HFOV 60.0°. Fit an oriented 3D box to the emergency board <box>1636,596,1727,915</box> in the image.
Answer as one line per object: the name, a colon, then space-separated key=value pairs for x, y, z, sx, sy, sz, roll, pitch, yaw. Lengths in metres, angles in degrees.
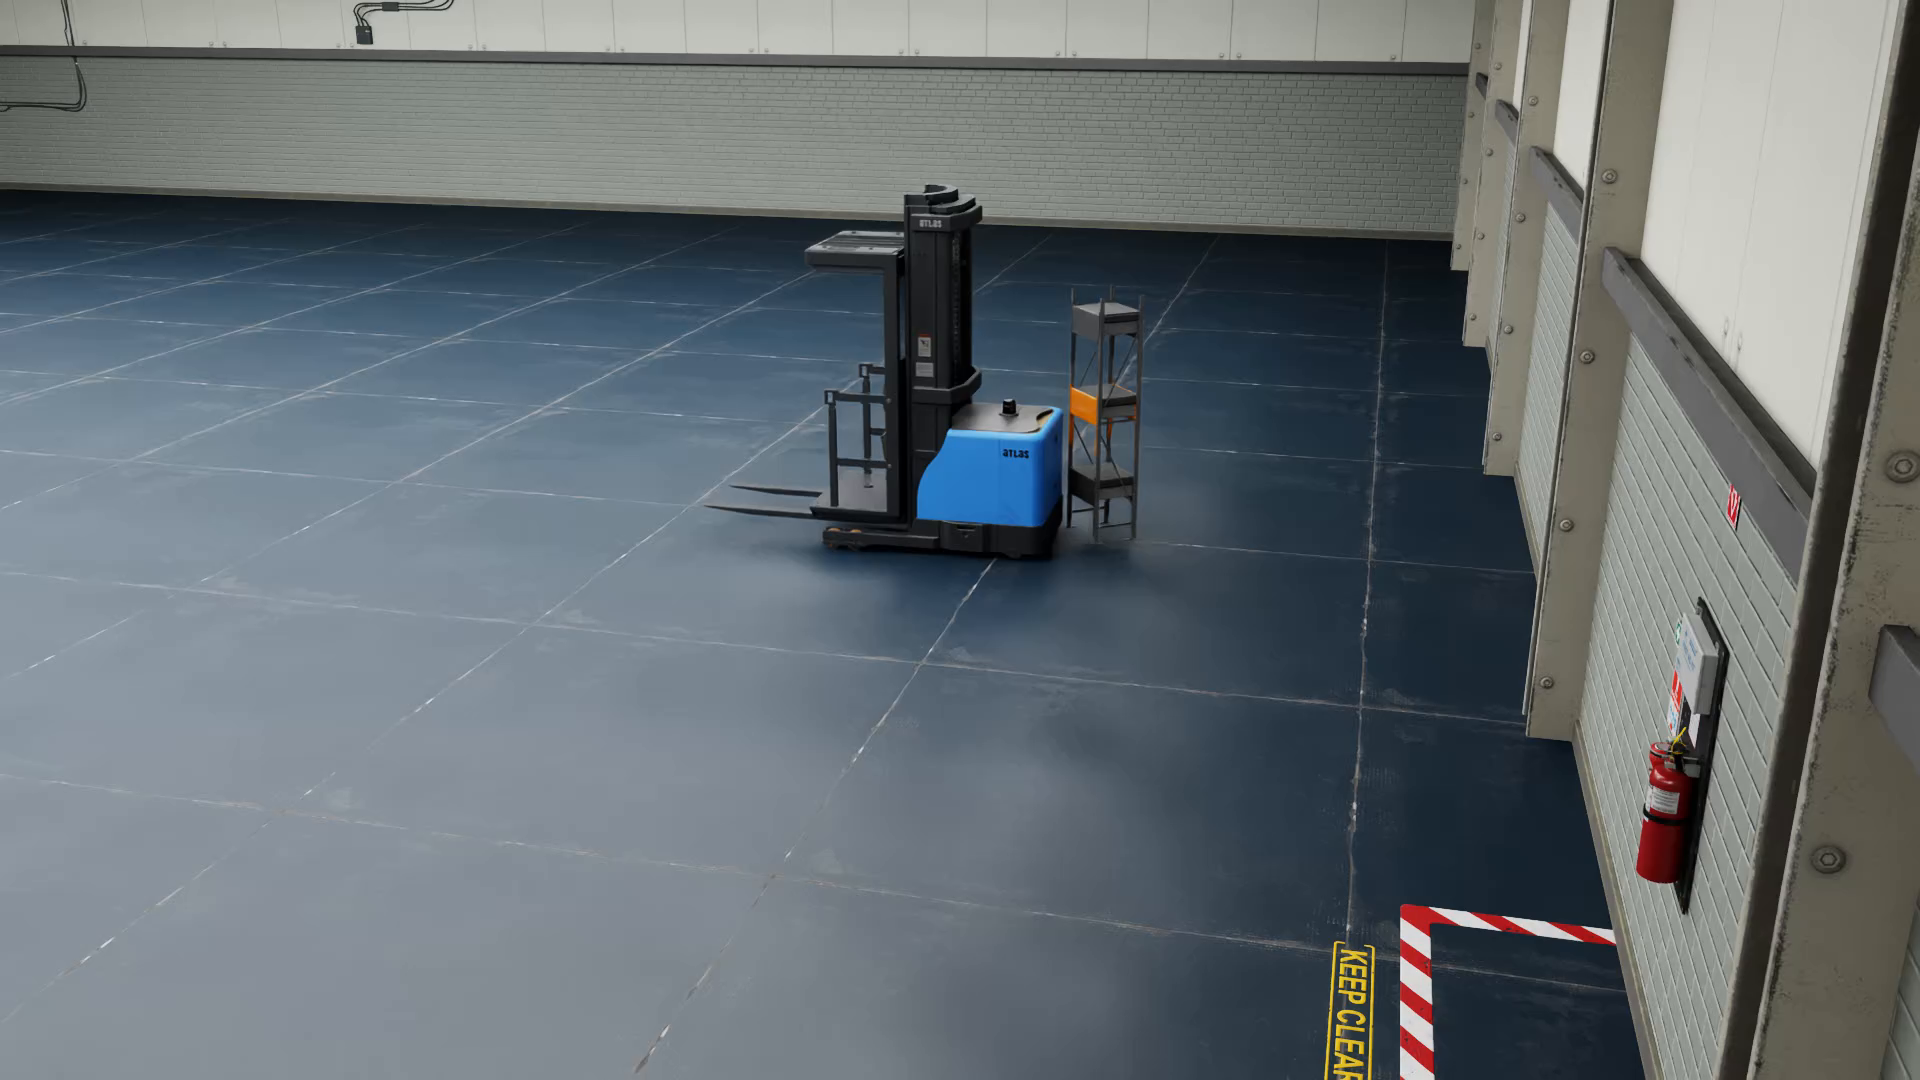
emergency board: x=2.963 y=0.886 z=6.953 sx=0.194 sy=1.169 sz=0.643 roll=5 pitch=19 yaw=13

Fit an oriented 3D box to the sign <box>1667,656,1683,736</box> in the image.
sign: x=3.198 y=0.704 z=7.431 sx=0.001 sy=0.329 sz=0.234 roll=5 pitch=19 yaw=13

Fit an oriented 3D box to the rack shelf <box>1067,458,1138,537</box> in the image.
rack shelf: x=1.215 y=-0.372 z=14.235 sx=0.431 sy=0.518 sz=0.480 roll=-8 pitch=21 yaw=-23

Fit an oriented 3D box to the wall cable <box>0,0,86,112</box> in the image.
wall cable: x=-20.357 y=-10.541 z=35.930 sx=3.097 sy=2.526 sz=0.112 roll=5 pitch=19 yaw=13

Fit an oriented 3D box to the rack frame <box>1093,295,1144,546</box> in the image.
rack frame: x=1.315 y=-0.975 z=13.793 sx=0.400 sy=2.100 sz=0.015 roll=-8 pitch=21 yaw=-23

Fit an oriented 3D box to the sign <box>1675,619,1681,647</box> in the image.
sign: x=3.188 y=0.454 z=7.343 sx=0.001 sy=0.109 sz=0.331 roll=5 pitch=19 yaw=13

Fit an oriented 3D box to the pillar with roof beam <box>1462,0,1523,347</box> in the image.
pillar with roof beam: x=2.546 y=-7.163 z=21.237 sx=9.100 sy=9.000 sz=0.400 roll=5 pitch=19 yaw=13

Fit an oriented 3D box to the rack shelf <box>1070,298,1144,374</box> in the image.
rack shelf: x=1.215 y=-1.697 z=13.782 sx=0.431 sy=0.518 sz=0.480 roll=-8 pitch=21 yaw=-23

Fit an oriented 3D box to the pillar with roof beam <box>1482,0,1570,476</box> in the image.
pillar with roof beam: x=1.080 y=-5.283 z=15.731 sx=9.100 sy=9.000 sz=0.400 roll=5 pitch=19 yaw=13

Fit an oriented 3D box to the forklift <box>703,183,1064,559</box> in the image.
forklift: x=-0.677 y=-1.468 z=13.950 sx=3.031 sy=2.935 sz=1.130 roll=4 pitch=19 yaw=13

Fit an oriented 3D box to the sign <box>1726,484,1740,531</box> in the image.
sign: x=3.062 y=-0.206 z=6.562 sx=0.001 sy=0.298 sz=0.199 roll=5 pitch=19 yaw=13

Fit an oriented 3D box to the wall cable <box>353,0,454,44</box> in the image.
wall cable: x=-11.155 y=-12.865 z=32.669 sx=2.305 sy=6.003 sz=0.169 roll=5 pitch=19 yaw=13

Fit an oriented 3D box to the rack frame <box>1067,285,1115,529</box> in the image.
rack frame: x=1.116 y=-1.119 z=14.215 sx=0.400 sy=2.100 sz=0.015 roll=-8 pitch=21 yaw=-23

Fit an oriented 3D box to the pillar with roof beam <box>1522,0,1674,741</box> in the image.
pillar with roof beam: x=-0.386 y=-3.402 z=10.225 sx=9.100 sy=9.000 sz=0.400 roll=5 pitch=19 yaw=13

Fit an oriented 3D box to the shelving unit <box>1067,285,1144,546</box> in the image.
shelving unit: x=1.215 y=-1.047 z=14.004 sx=0.431 sy=2.100 sz=0.503 roll=-8 pitch=21 yaw=-23

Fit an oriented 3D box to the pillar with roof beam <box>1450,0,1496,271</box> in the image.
pillar with roof beam: x=4.012 y=-9.044 z=26.743 sx=9.100 sy=9.000 sz=0.400 roll=5 pitch=19 yaw=13

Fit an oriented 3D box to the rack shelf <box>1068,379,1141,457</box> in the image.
rack shelf: x=1.215 y=-1.034 z=14.009 sx=0.431 sy=0.518 sz=0.480 roll=-8 pitch=21 yaw=-23
